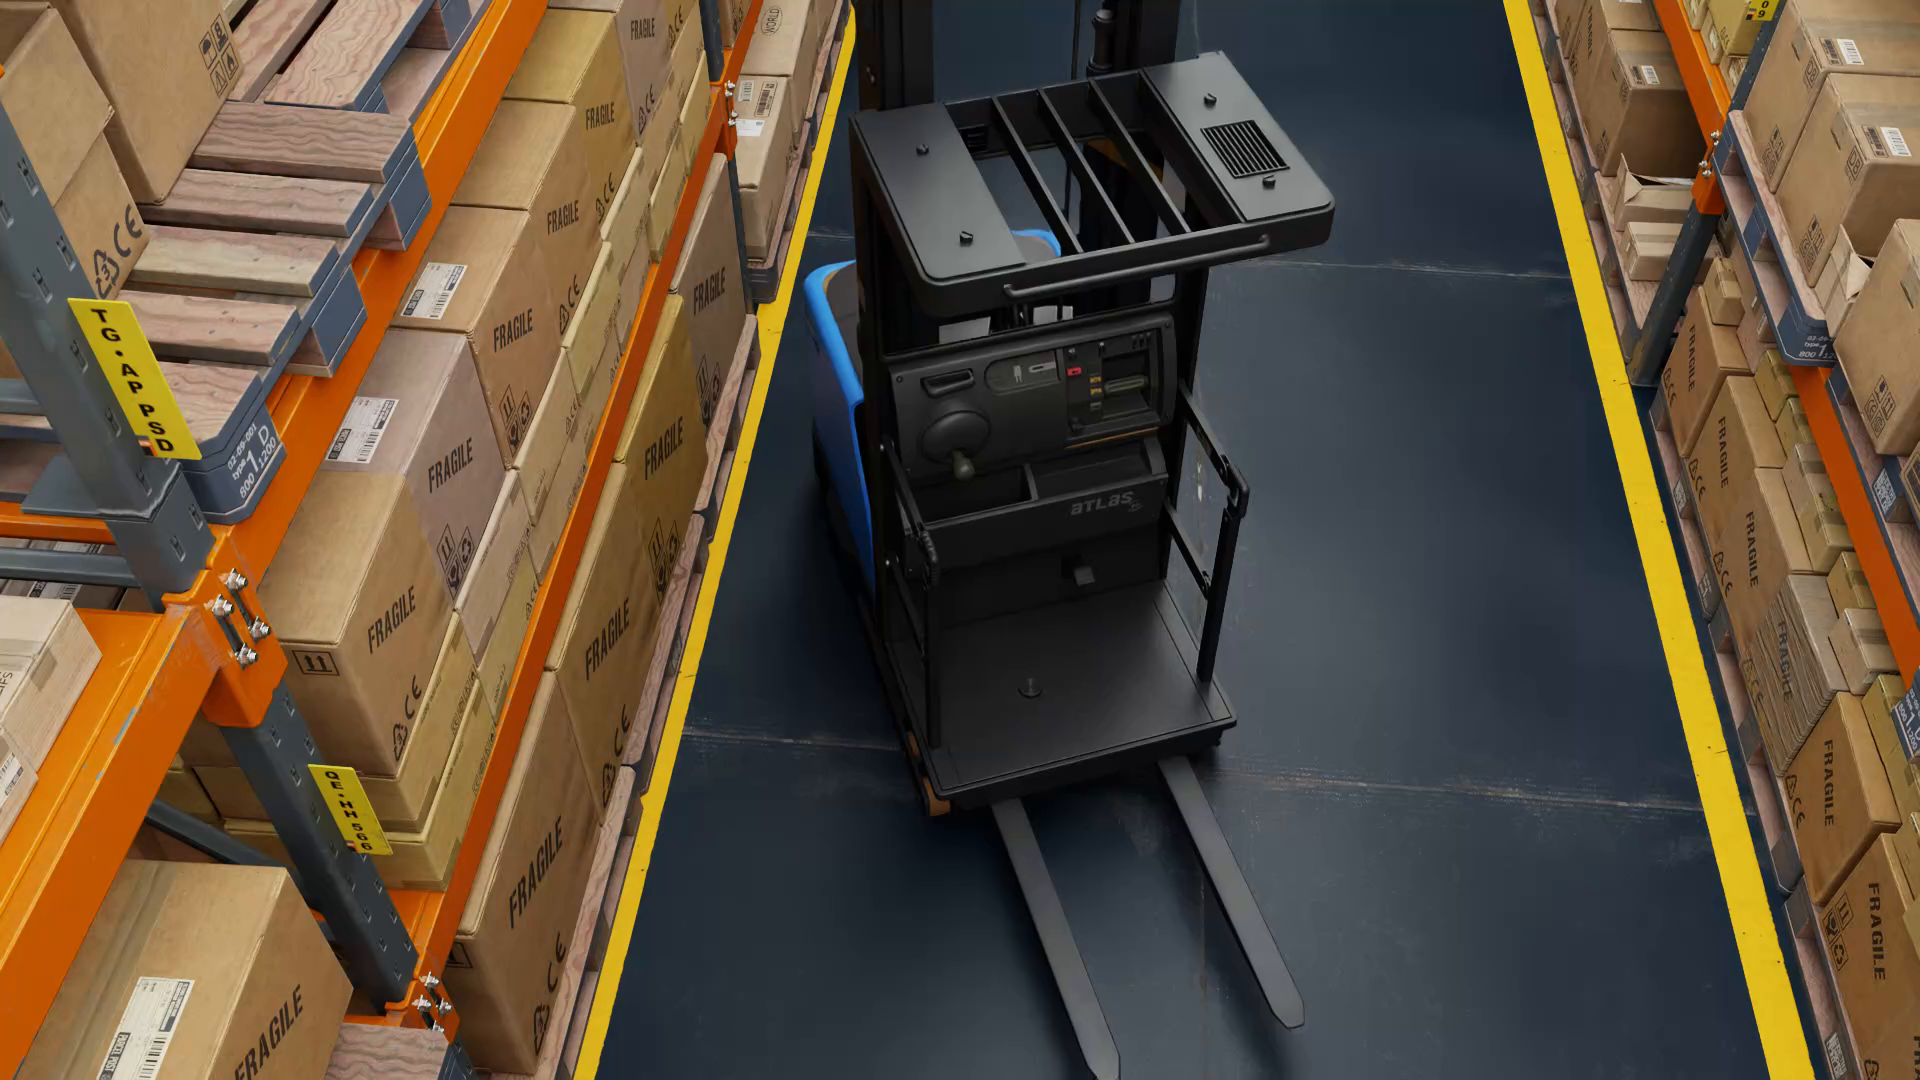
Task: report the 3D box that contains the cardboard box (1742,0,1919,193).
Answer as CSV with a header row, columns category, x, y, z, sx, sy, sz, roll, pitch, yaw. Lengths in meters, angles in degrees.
category,x,y,z,sx,sy,sz,roll,pitch,yaw
cardboard box,3.220,-1.539,5.799,0.700,0.500,0.500,5,48,5

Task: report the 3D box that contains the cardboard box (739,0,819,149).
category,x,y,z,sx,sy,sz,roll,pitch,yaw
cardboard box,-1.211,-2.424,8.412,0.875,0.438,0.875,3,48,2

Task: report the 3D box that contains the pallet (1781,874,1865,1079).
category,x,y,z,sx,sy,sz,roll,pitch,yaw
pallet,3.228,1.630,5.142,1.003,0.211,1.213,4,48,4

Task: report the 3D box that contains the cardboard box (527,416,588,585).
category,x,y,z,sx,sy,sz,roll,pitch,yaw
cardboard box,-1.443,-0.152,4.984,0.500,0.250,0.500,5,48,5

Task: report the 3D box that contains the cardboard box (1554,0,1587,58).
category,x,y,z,sx,sy,sz,roll,pitch,yaw
cardboard box,3.585,-2.873,8.780,0.700,0.500,0.500,6,48,5

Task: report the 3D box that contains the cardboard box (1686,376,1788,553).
category,x,y,z,sx,sy,sz,roll,pitch,yaw
cardboard box,3.180,-0.270,6.400,0.500,0.500,0.500,3,48,3

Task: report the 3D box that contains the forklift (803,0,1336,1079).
category,x,y,z,sx,sy,sz,roll,pitch,yaw
forklift,0.306,-0.349,5.109,1.130,2.935,3.031,-13,49,-11

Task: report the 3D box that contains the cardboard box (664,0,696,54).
category,x,y,z,sx,sy,sz,roll,pitch,yaw
cardboard box,-1.247,-2.061,5.883,0.500,0.500,0.500,5,48,5

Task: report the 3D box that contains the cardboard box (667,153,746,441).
category,x,y,z,sx,sy,sz,roll,pitch,yaw
cardboard box,-1.433,-0.999,6.812,0.875,0.875,0.875,5,48,5

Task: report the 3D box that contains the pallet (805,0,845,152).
category,x,y,z,sx,sy,sz,roll,pitch,yaw
pallet,-1.201,-2.547,8.962,1.003,0.211,1.213,4,48,4

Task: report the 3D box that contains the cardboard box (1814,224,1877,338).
category,x,y,z,sx,sy,sz,roll,pitch,yaw
cardboard box,2.978,-0.805,5.286,0.396,0.266,0.258,6,48,5

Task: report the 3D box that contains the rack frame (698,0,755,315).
category,x,y,z,sx,sy,sz,roll,pitch,yaw
rack frame,-1.456,-2.035,6.605,1.000,3.000,0.127,4,48,4

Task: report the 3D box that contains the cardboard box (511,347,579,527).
category,x,y,z,sx,sy,sz,roll,pitch,yaw
cardboard box,-1.423,-0.315,4.794,0.500,0.250,0.500,4,48,3

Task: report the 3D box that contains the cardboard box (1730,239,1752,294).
category,x,y,z,sx,sy,sz,roll,pitch,yaw
cardboard box,3.250,-1.072,6.492,0.380,0.149,0.250,3,48,3

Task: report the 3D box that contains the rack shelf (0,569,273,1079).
category,x,y,z,sx,sy,sz,roll,pitch,yaw
rack shelf,-2.003,1.604,1.731,1.077,0.370,4.000,4,48,4

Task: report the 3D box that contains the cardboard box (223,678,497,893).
category,x,y,z,sx,sy,sz,roll,pitch,yaw
cardboard box,-1.526,0.612,4.285,0.500,0.250,0.500,3,48,3

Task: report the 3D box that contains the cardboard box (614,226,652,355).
category,x,y,z,sx,sy,sz,roll,pitch,yaw
cardboard box,-1.359,-0.894,5.663,0.500,0.250,0.500,3,48,2

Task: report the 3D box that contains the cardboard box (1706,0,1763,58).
category,x,y,z,sx,sy,sz,roll,pitch,yaw
cardboard box,3.290,-2.145,6.605,0.500,0.250,0.500,5,48,5

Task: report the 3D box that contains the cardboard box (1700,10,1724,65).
category,x,y,z,sx,sy,sz,roll,pitch,yaw
cardboard box,3.267,-2.064,6.801,0.380,0.149,0.250,5,48,5

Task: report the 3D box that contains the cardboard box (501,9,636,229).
category,x,y,z,sx,sy,sz,roll,pitch,yaw
cardboard box,-1.353,-1.309,5.195,0.500,0.500,0.500,5,48,5

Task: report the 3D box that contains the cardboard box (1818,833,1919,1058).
category,x,y,z,sx,sy,sz,roll,pitch,yaw
cardboard box,3.003,1.245,5.014,0.500,0.500,0.500,3,48,3

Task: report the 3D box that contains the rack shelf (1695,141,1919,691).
category,x,y,z,sx,sy,sz,roll,pitch,yaw
rack shelf,3.305,0.008,5.223,1.077,0.370,4.000,4,48,4

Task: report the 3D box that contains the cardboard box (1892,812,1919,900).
category,x,y,z,sx,sy,sz,roll,pitch,yaw
cardboard box,2.977,0.945,4.849,0.380,0.149,0.250,2,48,2

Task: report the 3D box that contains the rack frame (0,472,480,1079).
category,x,y,z,sx,sy,sz,roll,pitch,yaw
rack frame,-1.821,0.904,3.916,1.000,3.000,0.127,4,48,4

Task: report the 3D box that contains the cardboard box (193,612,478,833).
category,x,y,z,sx,sy,sz,roll,pitch,yaw
cardboard box,-1.529,0.430,4.113,0.500,0.250,0.500,4,48,3

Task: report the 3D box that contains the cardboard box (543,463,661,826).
category,x,y,z,sx,sy,sz,roll,pitch,yaw
cardboard box,-1.590,0.322,5.604,0.875,0.875,0.875,4,48,4

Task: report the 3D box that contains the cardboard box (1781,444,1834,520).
category,x,y,z,sx,sy,sz,roll,pitch,yaw
cardboard box,3.158,-0.194,5.890,0.380,0.149,0.250,4,48,3

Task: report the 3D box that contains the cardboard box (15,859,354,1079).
category,x,y,z,sx,sy,sz,roll,pitch,yaw
cardboard box,-1.586,0.981,3.292,0.500,0.500,0.500,3,48,2

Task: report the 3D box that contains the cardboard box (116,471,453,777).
category,x,y,z,sx,sy,sz,roll,pitch,yaw
cardboard box,-1.533,0.187,3.827,0.500,0.500,0.500,2,48,2

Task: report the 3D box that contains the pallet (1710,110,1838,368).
category,x,y,z,sx,sy,sz,roll,pitch,yaw
pallet,3.305,-1.060,5.842,1.003,0.211,1.213,4,48,4

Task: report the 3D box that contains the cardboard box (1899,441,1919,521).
category,x,y,z,sx,sy,sz,roll,pitch,yaw
cardboard box,3.087,-0.153,4.529,0.797,0.503,0.637,3,48,3

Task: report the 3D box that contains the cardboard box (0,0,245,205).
category,x,y,z,sx,sy,sz,roll,pitch,yaw
cardboard box,-1.920,-1.024,3.295,0.700,0.500,0.500,2,48,2

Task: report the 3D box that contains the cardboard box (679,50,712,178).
category,x,y,z,sx,sy,sz,roll,pitch,yaw
cardboard box,-1.246,-1.638,6.343,0.500,0.250,0.500,3,48,3

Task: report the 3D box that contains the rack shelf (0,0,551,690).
category,x,y,z,sx,sy,sz,roll,pitch,yaw
rack shelf,-1.639,-1.335,4.419,1.077,0.370,4.000,4,48,4

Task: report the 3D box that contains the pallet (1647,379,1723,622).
category,x,y,z,sx,sy,sz,roll,pitch,yaw
pallet,3.450,-0.163,6.782,1.003,0.211,1.213,4,48,4

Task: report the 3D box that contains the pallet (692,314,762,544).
category,x,y,z,sx,sy,sz,roll,pitch,yaw
pallet,-1.452,-0.522,7.110,1.003,0.211,1.213,4,48,4

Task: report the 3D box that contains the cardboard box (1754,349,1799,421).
category,x,y,z,sx,sy,sz,roll,pitch,yaw
cardboard box,3.229,-0.577,6.241,0.380,0.149,0.250,2,48,2

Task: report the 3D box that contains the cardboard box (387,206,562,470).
category,x,y,z,sx,sy,sz,roll,pitch,yaw
cardboard box,-1.434,-0.557,4.508,0.500,0.500,0.500,5,48,5

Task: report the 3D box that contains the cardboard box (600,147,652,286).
category,x,y,z,sx,sy,sz,roll,pitch,yaw
cardboard box,-1.334,-1.064,5.479,0.500,0.250,0.500,5,48,4

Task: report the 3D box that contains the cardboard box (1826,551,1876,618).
category,x,y,z,sx,sy,sz,roll,pitch,yaw
cardboard box,3.137,0.188,5.541,0.380,0.149,0.250,4,48,4

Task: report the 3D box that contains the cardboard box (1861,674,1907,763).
category,x,y,z,sx,sy,sz,roll,pitch,yaw
cardboard box,3.069,0.571,5.191,0.380,0.149,0.250,3,48,3

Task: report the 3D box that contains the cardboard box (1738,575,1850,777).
category,x,y,z,sx,sy,sz,roll,pitch,yaw
cardboard box,3.077,0.477,5.716,0.500,0.500,0.500,2,48,2

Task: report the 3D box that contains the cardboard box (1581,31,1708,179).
category,x,y,z,sx,sy,sz,roll,pitch,yaw
cardboard box,3.490,-2.110,8.083,0.700,0.500,0.500,2,48,2

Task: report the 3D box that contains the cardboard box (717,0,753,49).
category,x,y,z,sx,sy,sz,roll,pitch,yaw
cardboard box,-1.153,-2.396,6.867,0.500,0.500,0.500,5,48,5

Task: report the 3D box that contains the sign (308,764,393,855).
category,x,y,z,sx,sy,sz,roll,pitch,yaw
sign,-1.280,0.570,3.491,0.100,0.325,0.005,4,48,4

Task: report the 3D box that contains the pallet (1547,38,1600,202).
category,x,y,z,sx,sy,sz,roll,pitch,yaw
pallet,3.659,-2.167,8.615,1.003,0.211,1.213,4,48,4

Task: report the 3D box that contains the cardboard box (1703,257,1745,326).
category,x,y,z,sx,sy,sz,roll,pitch,yaw
cardboard box,3.189,-0.976,6.605,0.380,0.149,0.250,6,48,5

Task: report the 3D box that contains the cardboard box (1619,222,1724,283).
category,x,y,z,sx,sy,sz,roll,pitch,yaw
cardboard box,3.245,-1.313,7.591,0.380,0.149,0.250,3,48,2

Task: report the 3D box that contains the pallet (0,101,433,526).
category,x,y,z,sx,sy,sz,roll,pitch,yaw
pallet,-1.815,-0.521,3.315,1.213,0.211,1.003,6,48,5

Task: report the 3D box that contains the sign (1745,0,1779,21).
category,x,y,z,sx,sy,sz,roll,pitch,yaw
sign,2.946,-2.027,6.011,0.100,0.325,0.005,4,48,4

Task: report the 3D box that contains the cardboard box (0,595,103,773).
category,x,y,z,sx,sy,sz,roll,pitch,yaw
cardboard box,-1.641,0.222,2.678,0.380,0.149,0.250,4,48,4

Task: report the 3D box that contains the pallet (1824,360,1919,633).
category,x,y,z,sx,sy,sz,roll,pitch,yaw
pallet,3.295,-0.129,4.992,1.003,0.211,1.213,4,48,4

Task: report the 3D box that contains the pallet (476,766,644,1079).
category,x,y,z,sx,sy,sz,roll,pitch,yaw
pallet,-1.674,1.271,5.471,1.003,0.211,1.213,4,48,4

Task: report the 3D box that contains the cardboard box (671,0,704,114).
category,x,y,z,sx,sy,sz,roll,pitch,yaw
cardboard box,-1.255,-1.813,6.164,0.500,0.250,0.500,4,48,3
